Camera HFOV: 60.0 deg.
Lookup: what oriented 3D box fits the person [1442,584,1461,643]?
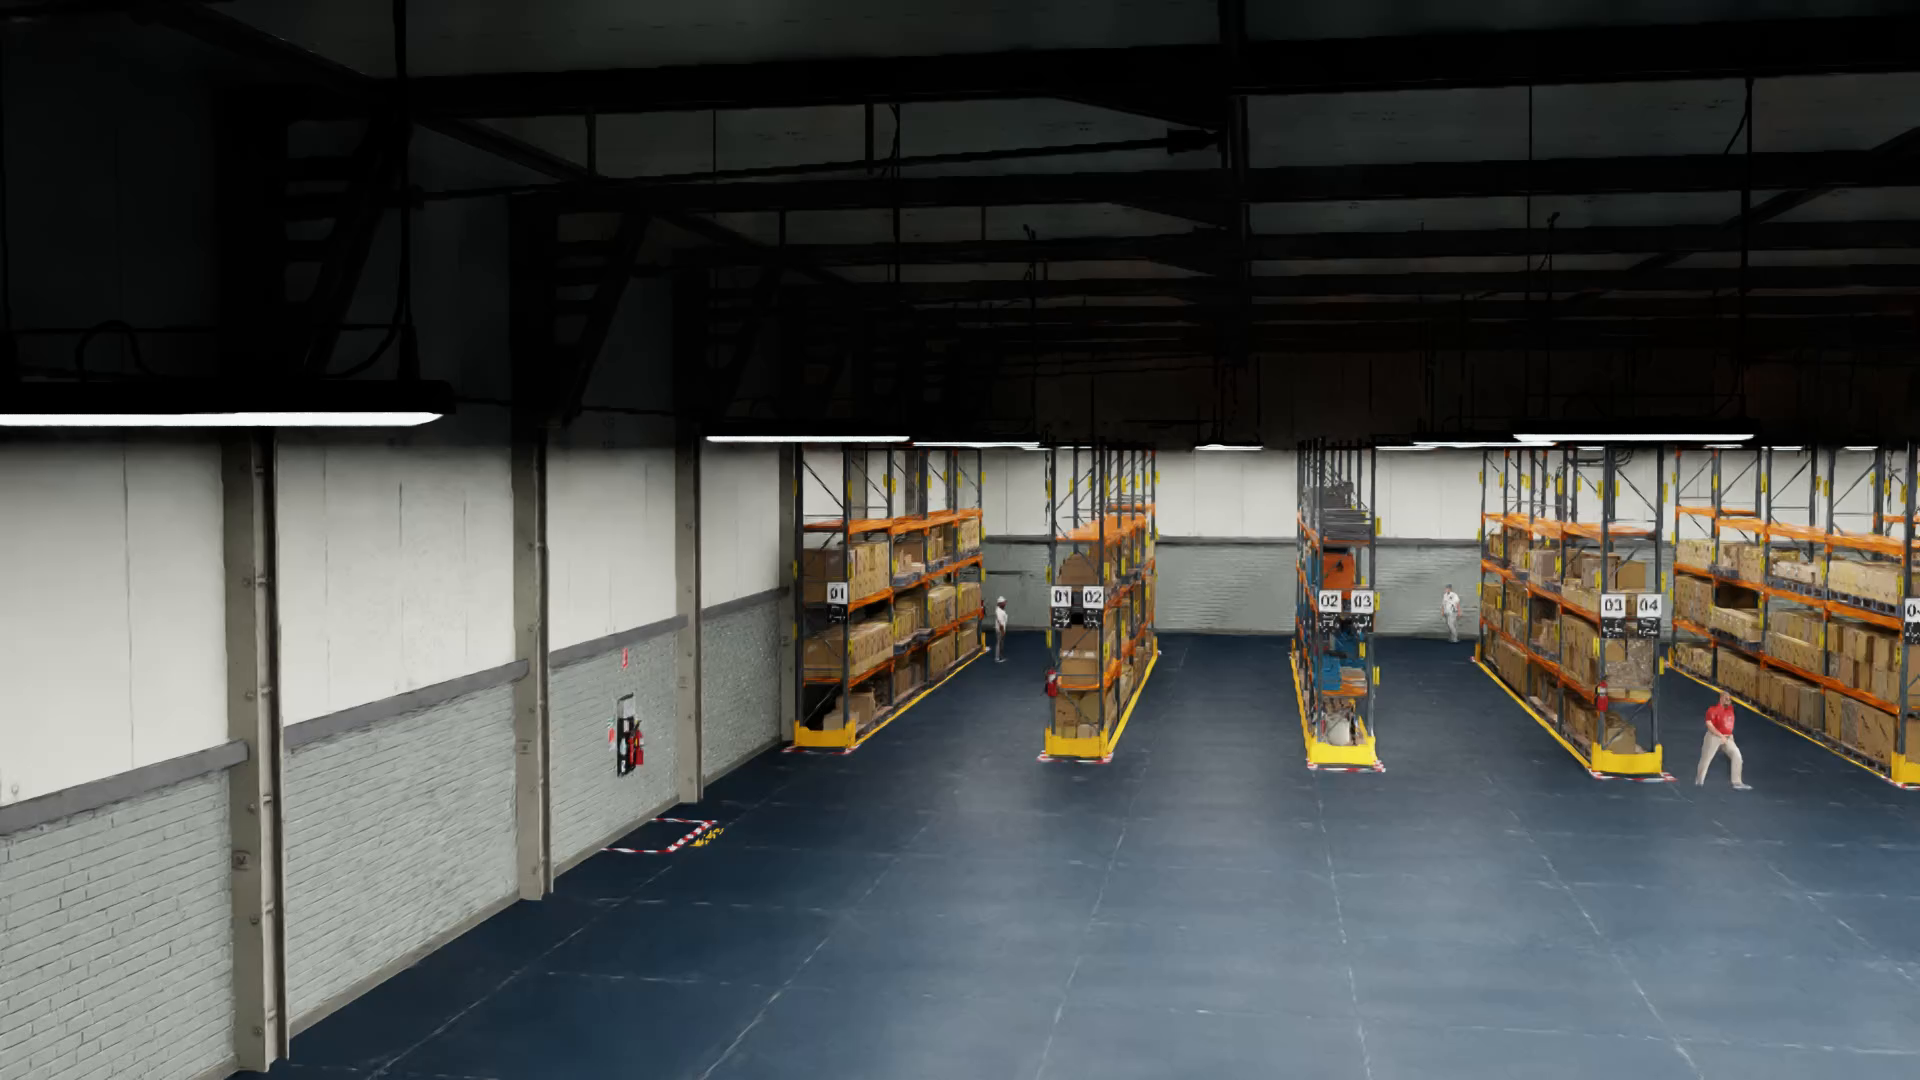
[{"bbox_3d":[14.788,2.187,50.083,0.478,1.749,0.631,-1,3,-22],"label":"person"}]

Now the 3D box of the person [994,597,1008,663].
[{"bbox_3d":[1.127,2.428,45.176,0.384,1.769,0.703,0,3,1],"label":"person"}]

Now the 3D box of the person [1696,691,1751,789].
[{"bbox_3d":[12.957,3.381,28.323,0.692,1.665,0.812,-1,3,-10],"label":"person"}]

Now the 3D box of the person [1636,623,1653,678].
[{"bbox_3d":[17.416,2.620,42.215,0.553,1.709,1.123,1,3,12],"label":"person"}]
